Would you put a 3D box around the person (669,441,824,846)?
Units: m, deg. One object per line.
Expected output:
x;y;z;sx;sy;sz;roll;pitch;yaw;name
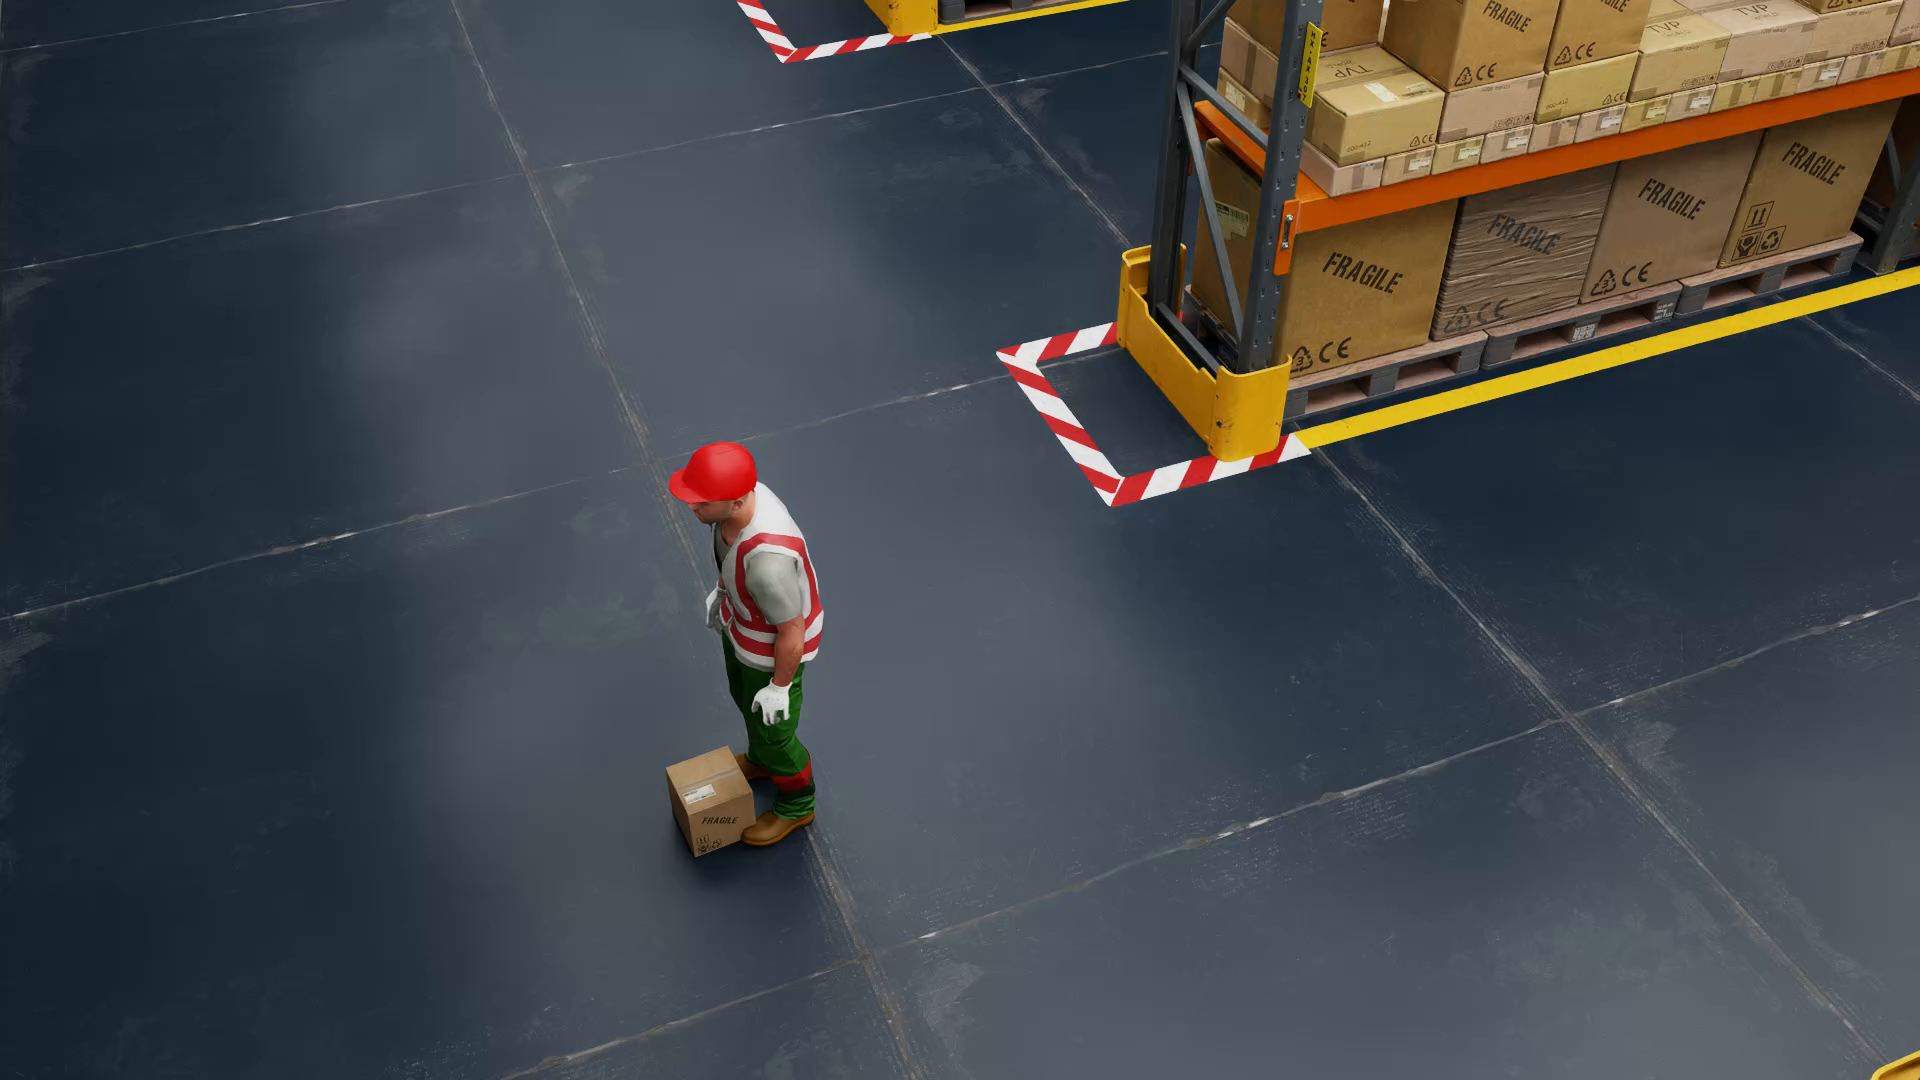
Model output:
-0.708;0.352;5.746;0.445;1.781;0.622;-17;44;-19;person
